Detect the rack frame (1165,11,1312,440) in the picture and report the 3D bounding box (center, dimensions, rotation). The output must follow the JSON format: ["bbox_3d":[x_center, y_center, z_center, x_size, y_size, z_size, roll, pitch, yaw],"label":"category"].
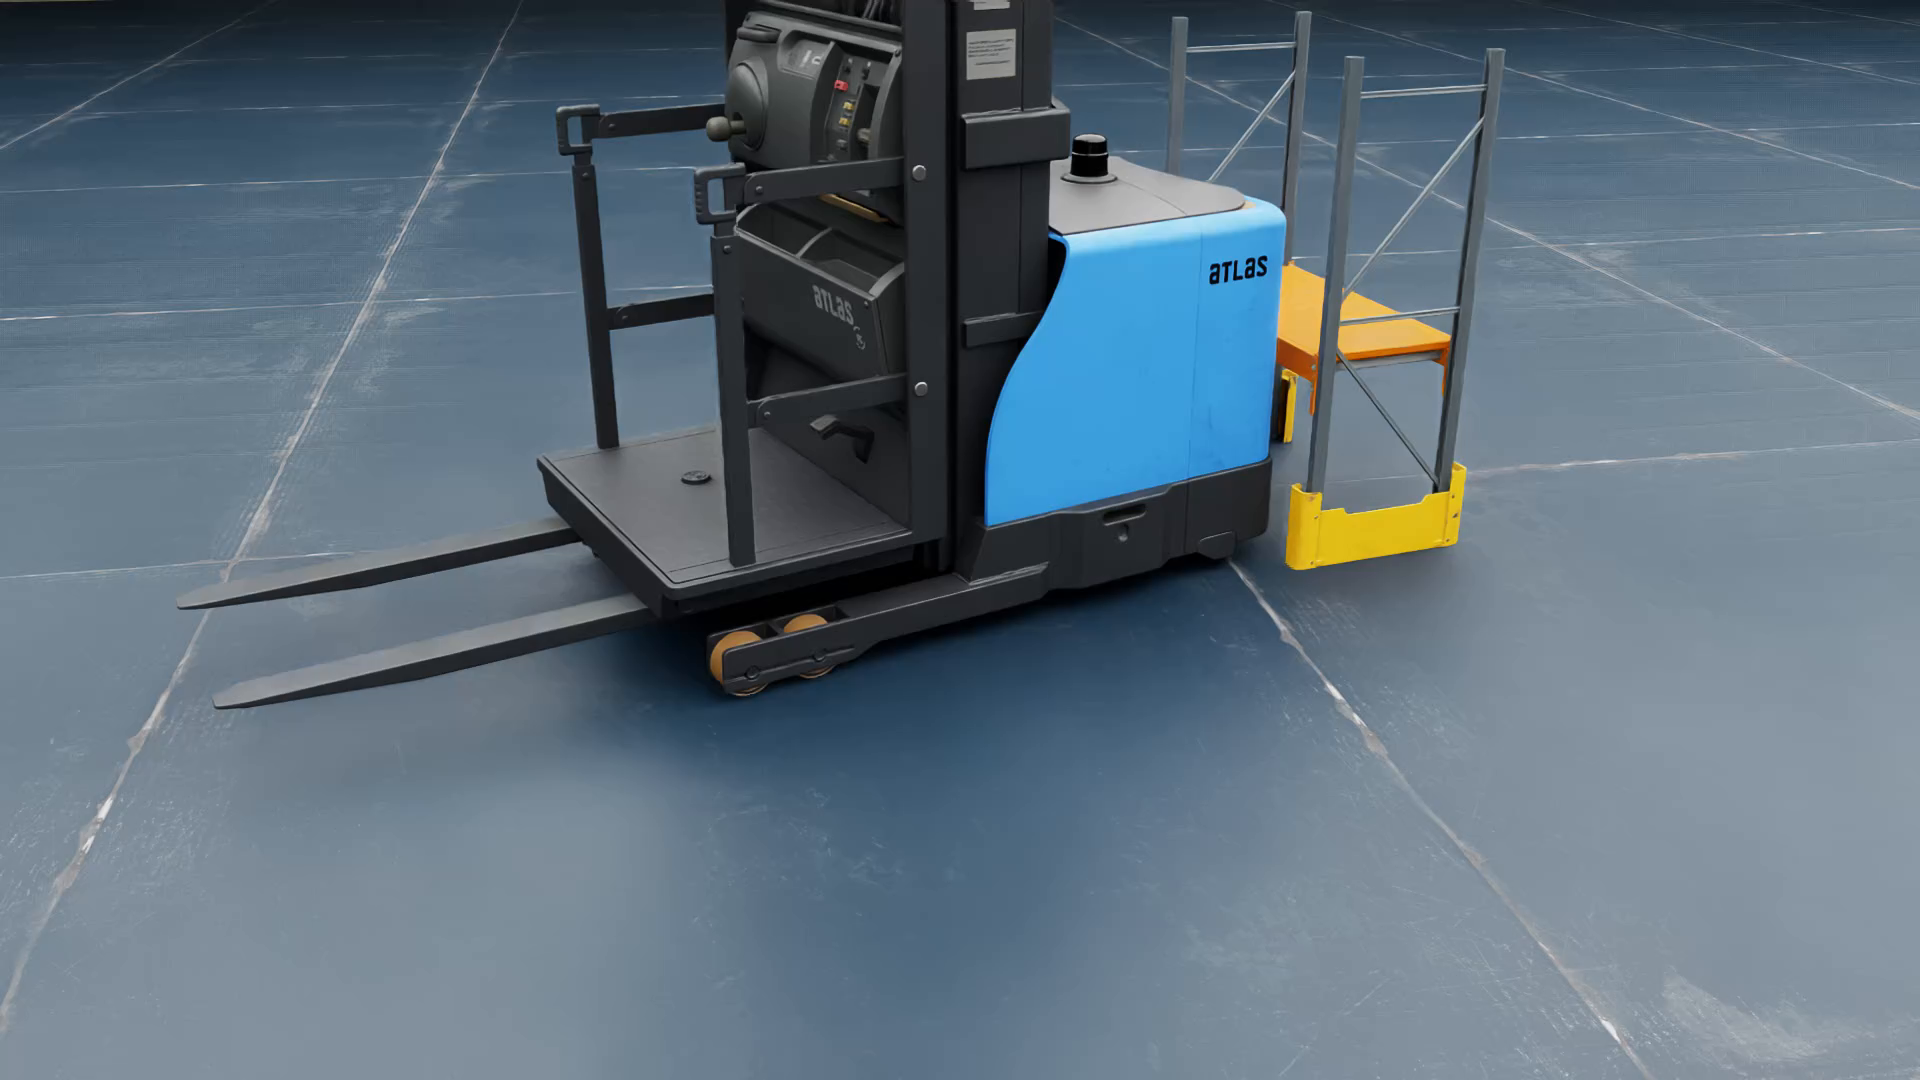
[{"bbox_3d":[0.925,-1.031,5.736,0.500,1.500,0.032,-9,25,-19],"label":"rack frame"}]

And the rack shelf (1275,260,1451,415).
[{"bbox_3d":[1.103,-0.675,5.372,0.538,0.185,1.000,-9,25,-19],"label":"rack shelf"}]

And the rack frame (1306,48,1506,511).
[{"bbox_3d":[1.280,-0.650,4.864,0.500,1.500,0.032,-9,25,-19],"label":"rack frame"}]

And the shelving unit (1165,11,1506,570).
[{"bbox_3d":[1.106,-0.837,5.292,0.587,1.500,1.083,-9,25,-19],"label":"shelving unit"}]

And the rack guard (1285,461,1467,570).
[{"bbox_3d":[1.280,-0.077,5.115,0.587,0.250,0.087,-9,25,-19],"label":"rack guard"}]

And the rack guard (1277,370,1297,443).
[{"bbox_3d":[0.932,-0.451,5.970,0.587,0.250,0.087,-9,25,-19],"label":"rack guard"}]

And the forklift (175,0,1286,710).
[{"bbox_3d":[-0.576,-1.178,4.286,3.031,2.935,1.130,-13,27,-28],"label":"forklift"}]
